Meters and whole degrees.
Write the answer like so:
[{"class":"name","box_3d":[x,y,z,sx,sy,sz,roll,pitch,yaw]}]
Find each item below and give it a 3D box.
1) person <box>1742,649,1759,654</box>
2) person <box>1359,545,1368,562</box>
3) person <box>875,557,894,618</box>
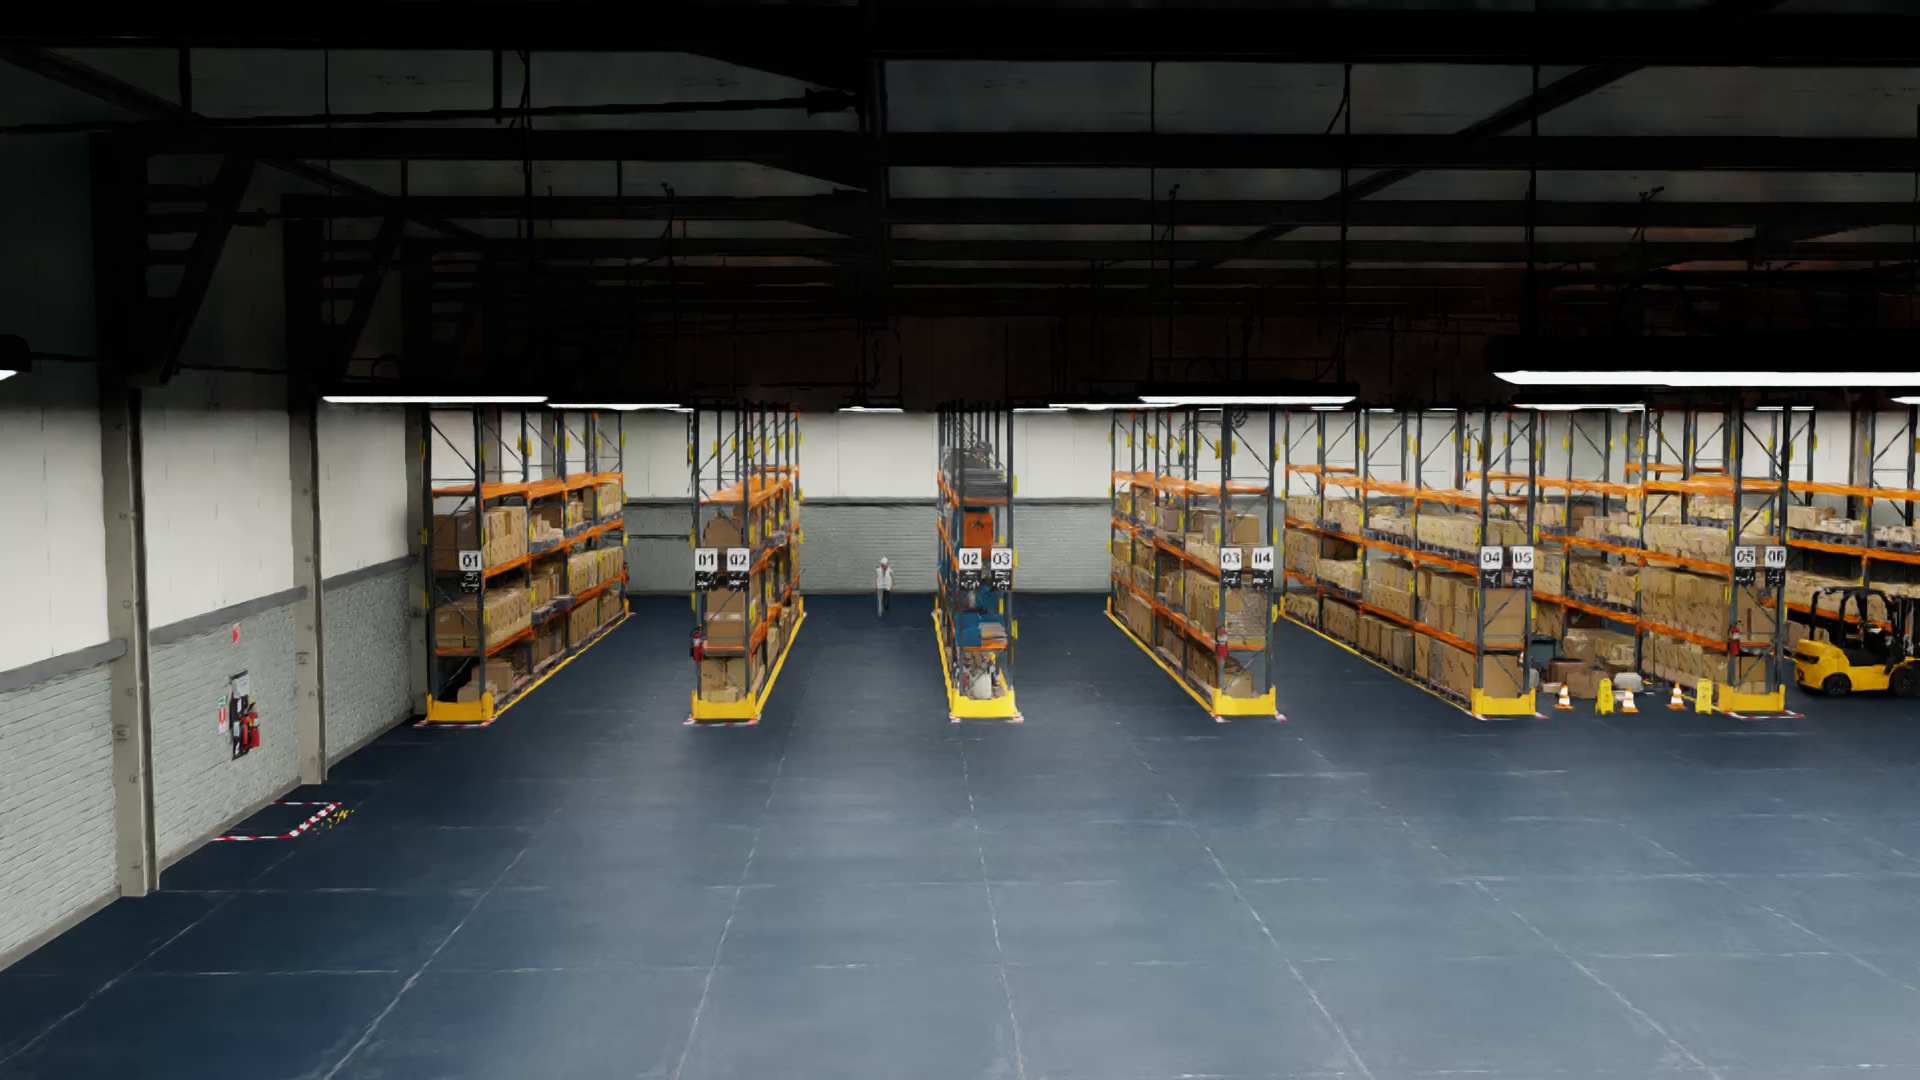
[{"class":"person","box_3d":[18.430,1.922,38.919,0.550,1.663,0.586,2,5,22]},{"class":"person","box_3d":[12.657,0.954,52.219,0.355,1.592,0.517,-3,5,-31]},{"class":"person","box_3d":[-2.114,1.319,46.699,0.543,1.700,1.119,0,4,-4]}]
